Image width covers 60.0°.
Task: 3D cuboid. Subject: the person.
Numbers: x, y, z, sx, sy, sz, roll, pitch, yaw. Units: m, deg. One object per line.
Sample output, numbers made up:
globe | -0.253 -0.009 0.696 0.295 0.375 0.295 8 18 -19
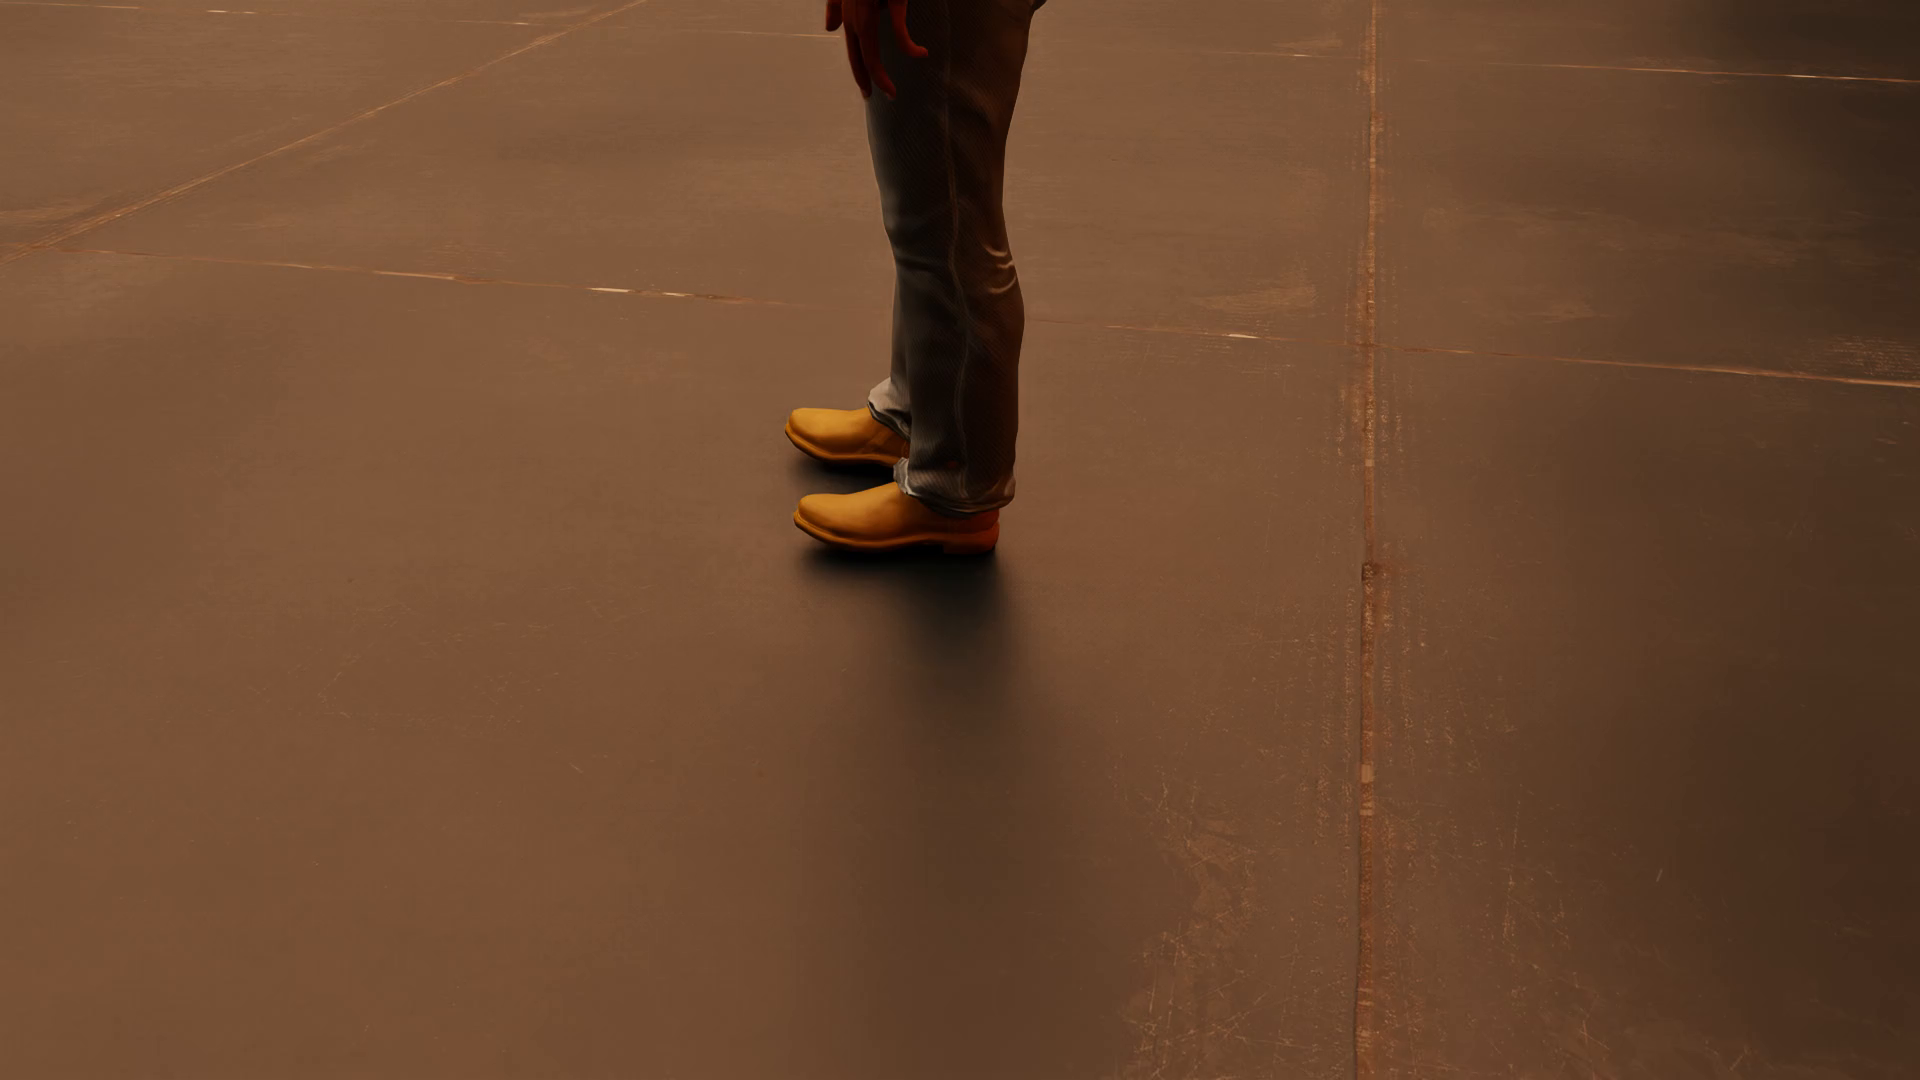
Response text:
person | 0.009 -0.822 2.089 0.418 1.709 0.666 6 27 11
